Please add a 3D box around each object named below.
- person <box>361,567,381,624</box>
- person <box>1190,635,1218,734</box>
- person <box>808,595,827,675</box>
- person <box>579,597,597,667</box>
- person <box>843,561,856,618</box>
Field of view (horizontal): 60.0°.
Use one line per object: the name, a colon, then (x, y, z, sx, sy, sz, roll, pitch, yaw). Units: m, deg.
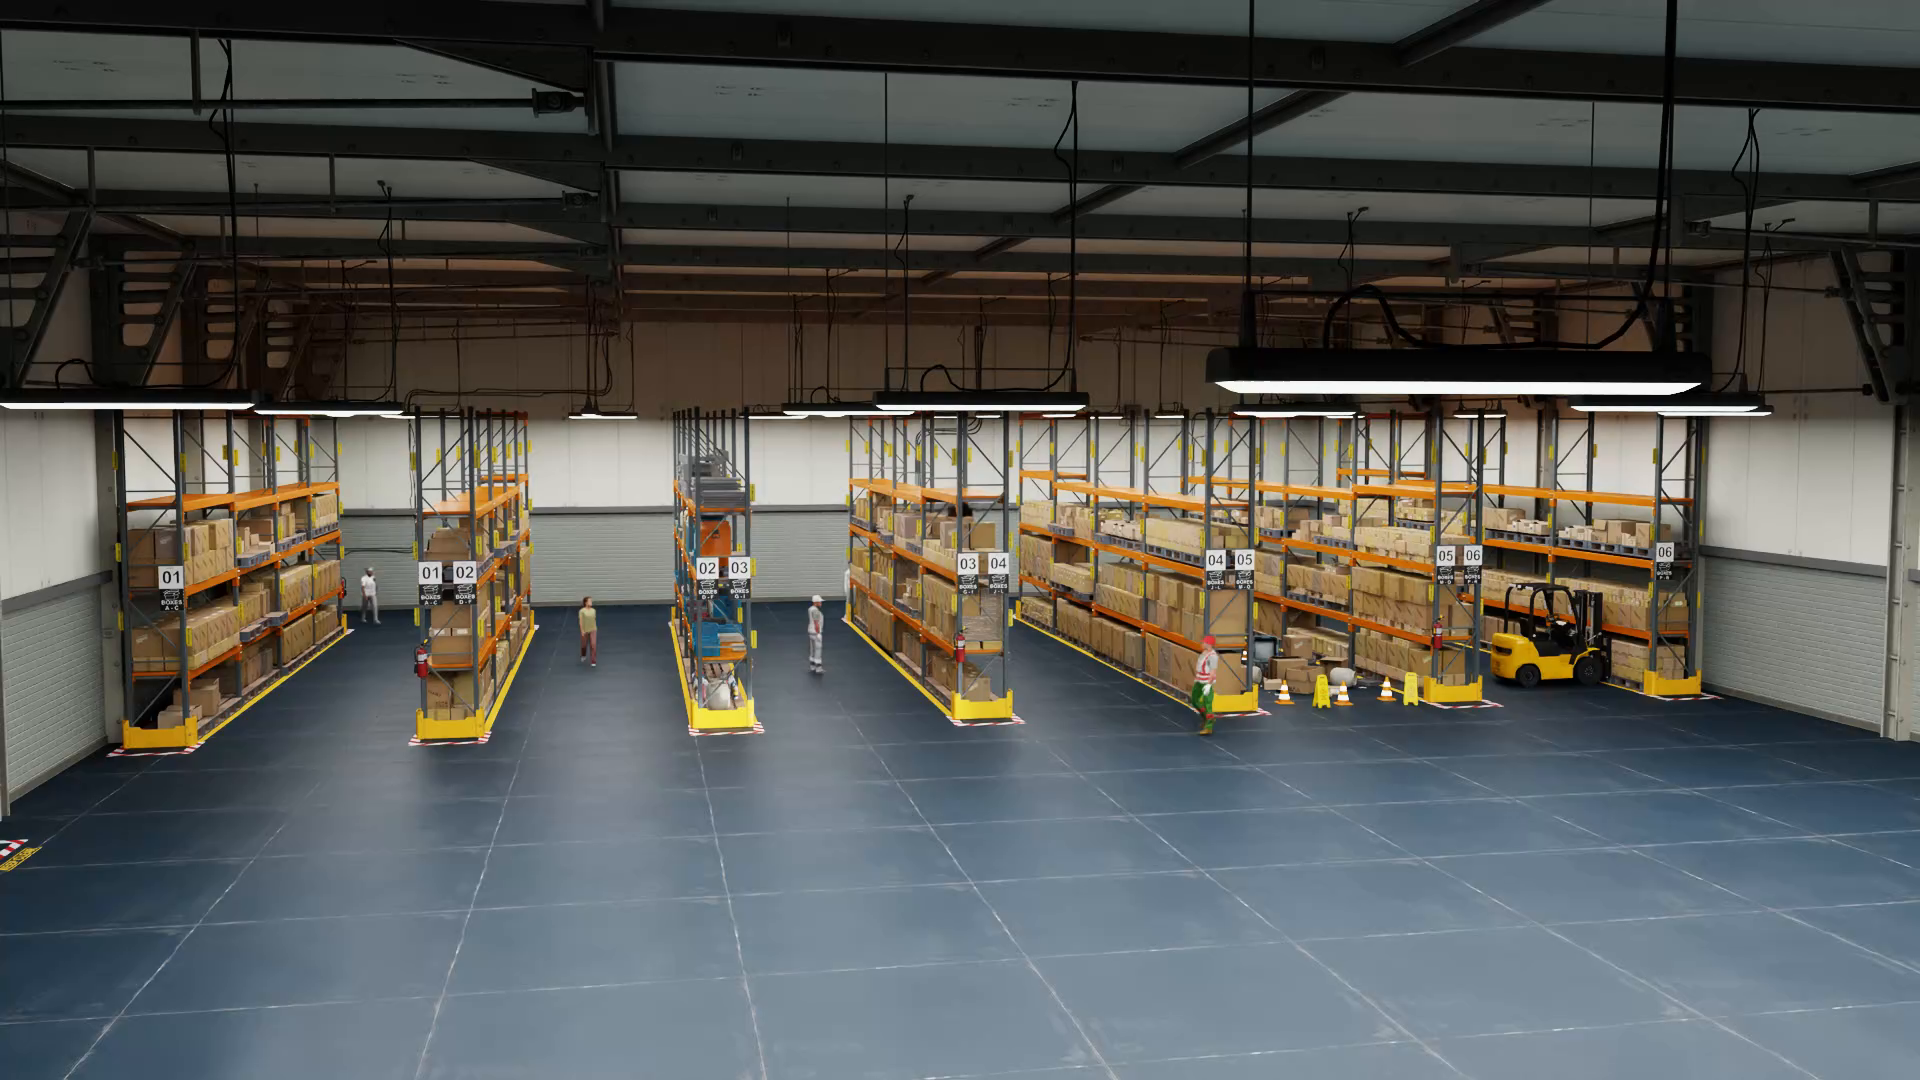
person: (-16.671, 1.558, 46.912, 0.437, 1.620, 1.054, -3, 5, -35)
person: (4.505, 2.640, 30.633, 0.507, 1.787, 0.632, -2, 4, -26)
person: (-3.229, 2.139, 37.704, 0.399, 1.791, 0.619, -1, 4, -17)
person: (-8.718, 2.128, 38.980, 0.424, 1.625, 0.840, -1, 4, -14)
person: (-3.175, 1.445, 48.755, 0.509, 1.715, 0.535, 0, 4, -3)
